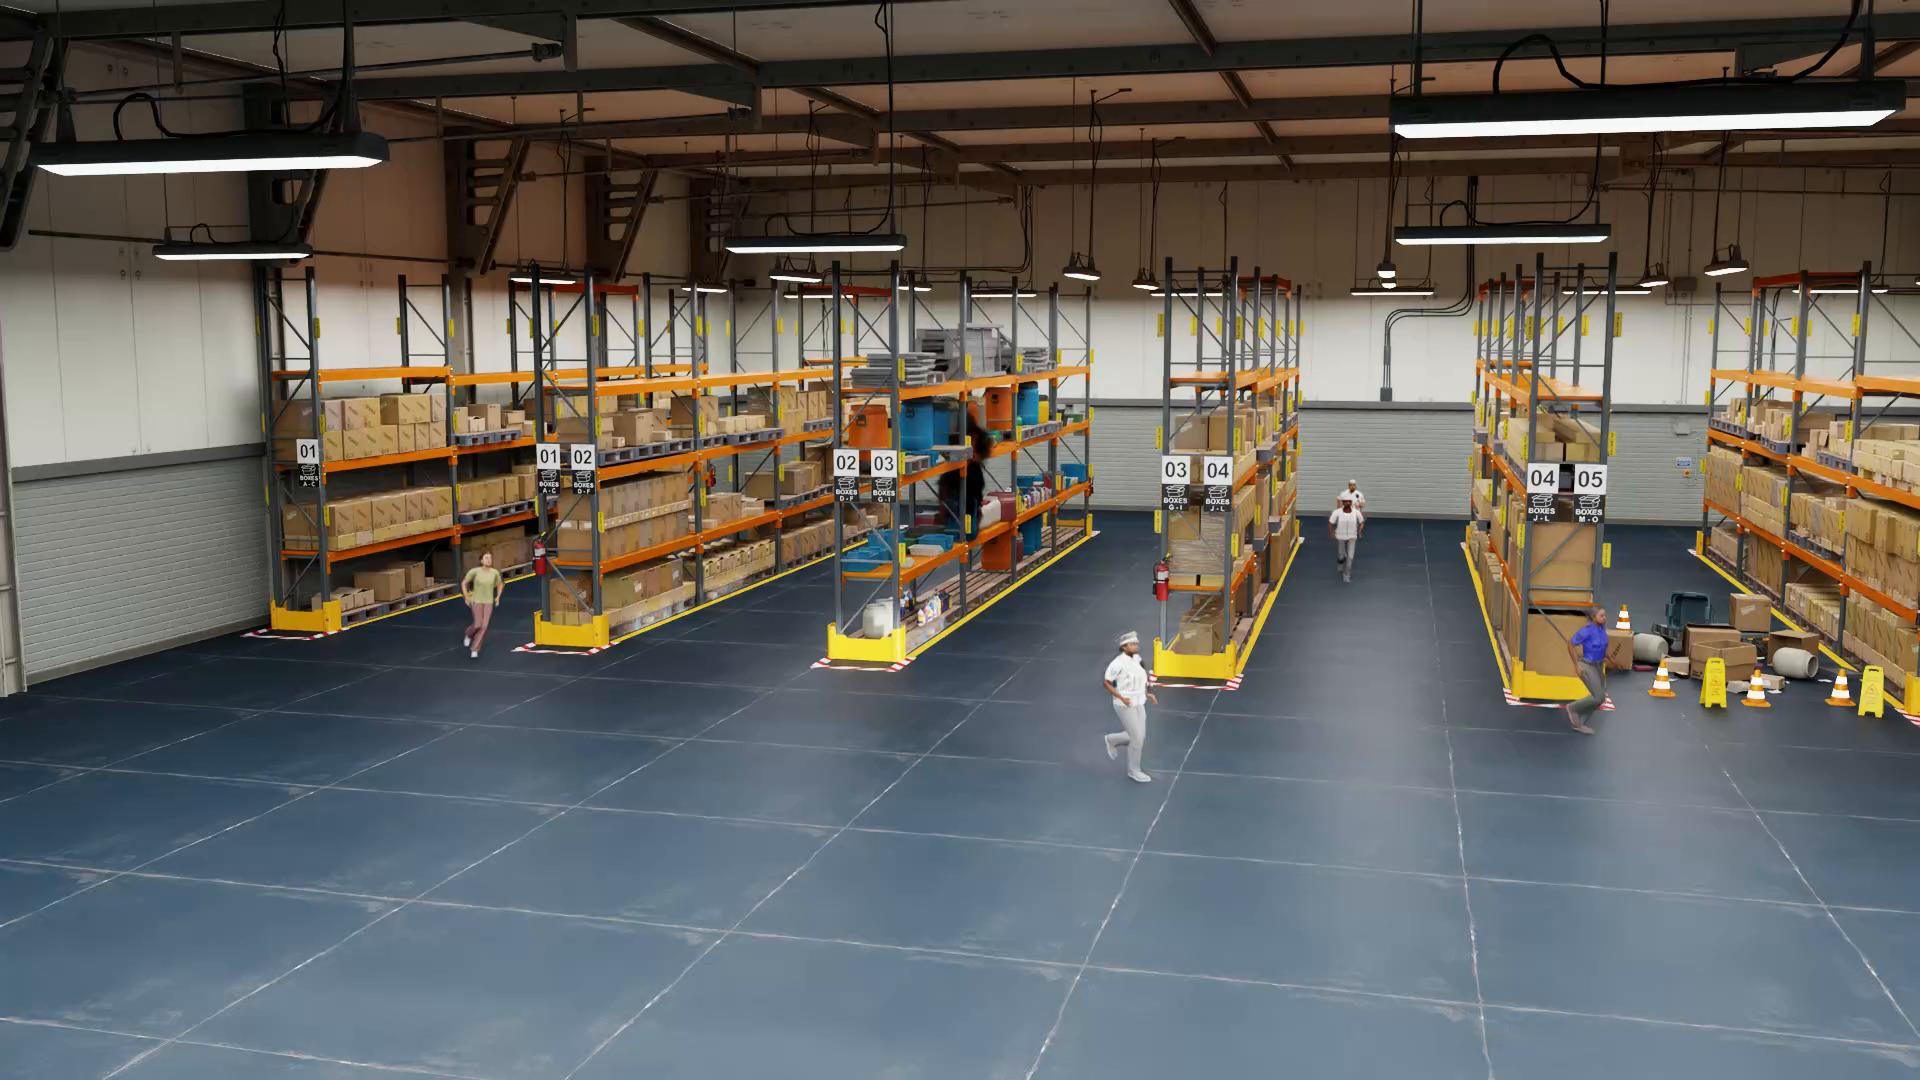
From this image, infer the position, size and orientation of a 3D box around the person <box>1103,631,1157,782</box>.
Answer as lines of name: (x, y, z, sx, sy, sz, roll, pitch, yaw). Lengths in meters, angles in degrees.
person: (1.862, 1.839, 18.624, 0.664, 1.677, 0.577, 7, 10, 44)

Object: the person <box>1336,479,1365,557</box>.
person: (8.648, -0.480, 36.803, 0.576, 1.731, 0.760, 0, 7, 3)

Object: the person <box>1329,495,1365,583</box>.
person: (7.693, -0.042, 33.093, 0.709, 1.729, 0.685, 1, 7, 8)

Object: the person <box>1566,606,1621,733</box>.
person: (7.846, 1.653, 20.545, 0.561, 1.530, 0.589, -5, 9, -35)

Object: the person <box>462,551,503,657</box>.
person: (-7.325, 0.973, 25.615, 0.610, 1.582, 0.556, -4, 8, -30)
